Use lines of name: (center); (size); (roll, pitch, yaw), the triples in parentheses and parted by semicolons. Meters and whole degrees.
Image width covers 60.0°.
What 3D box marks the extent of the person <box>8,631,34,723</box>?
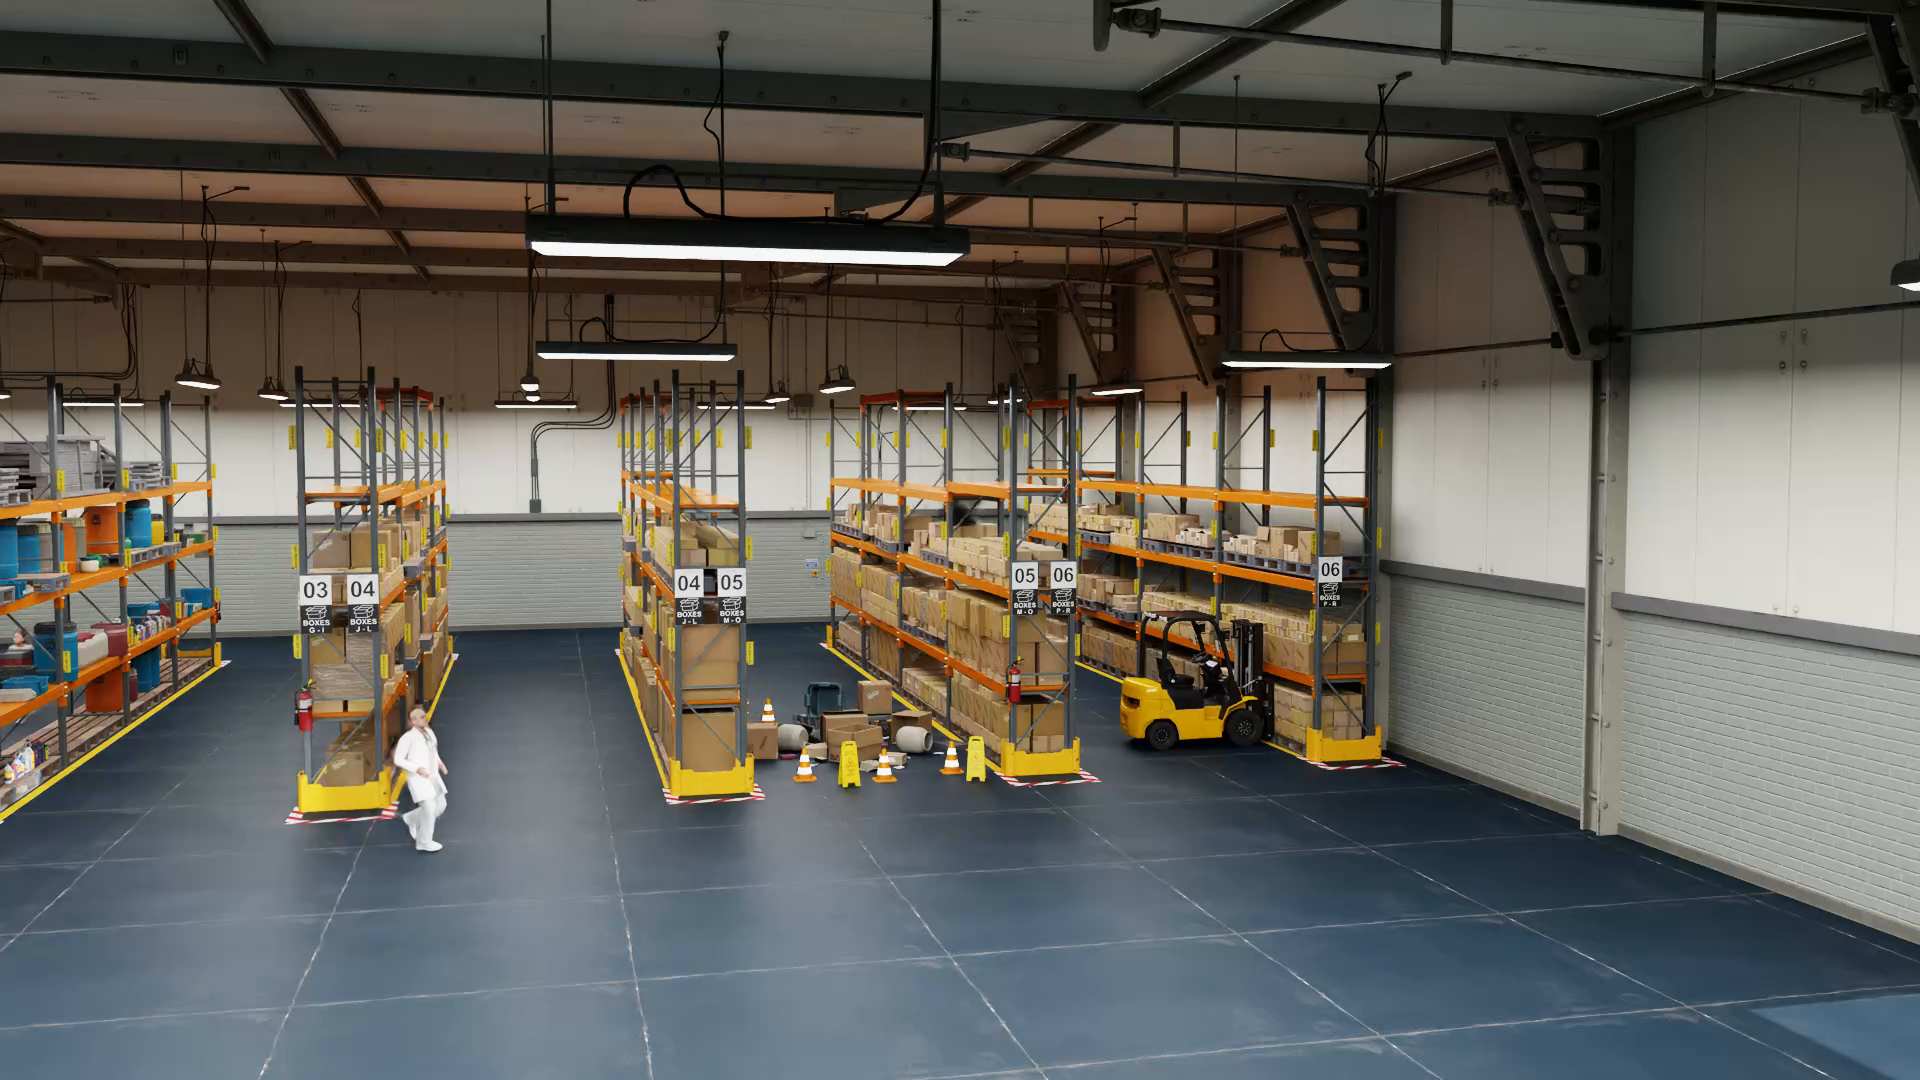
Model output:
person: (-16.697, 2.429, 29.606); (0.560, 1.638, 0.605); (-1, 4, -13)

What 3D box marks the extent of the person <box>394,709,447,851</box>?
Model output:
person: (-6.599, 2.922, 20.321); (0.669, 1.724, 0.707); (1, 4, 23)
